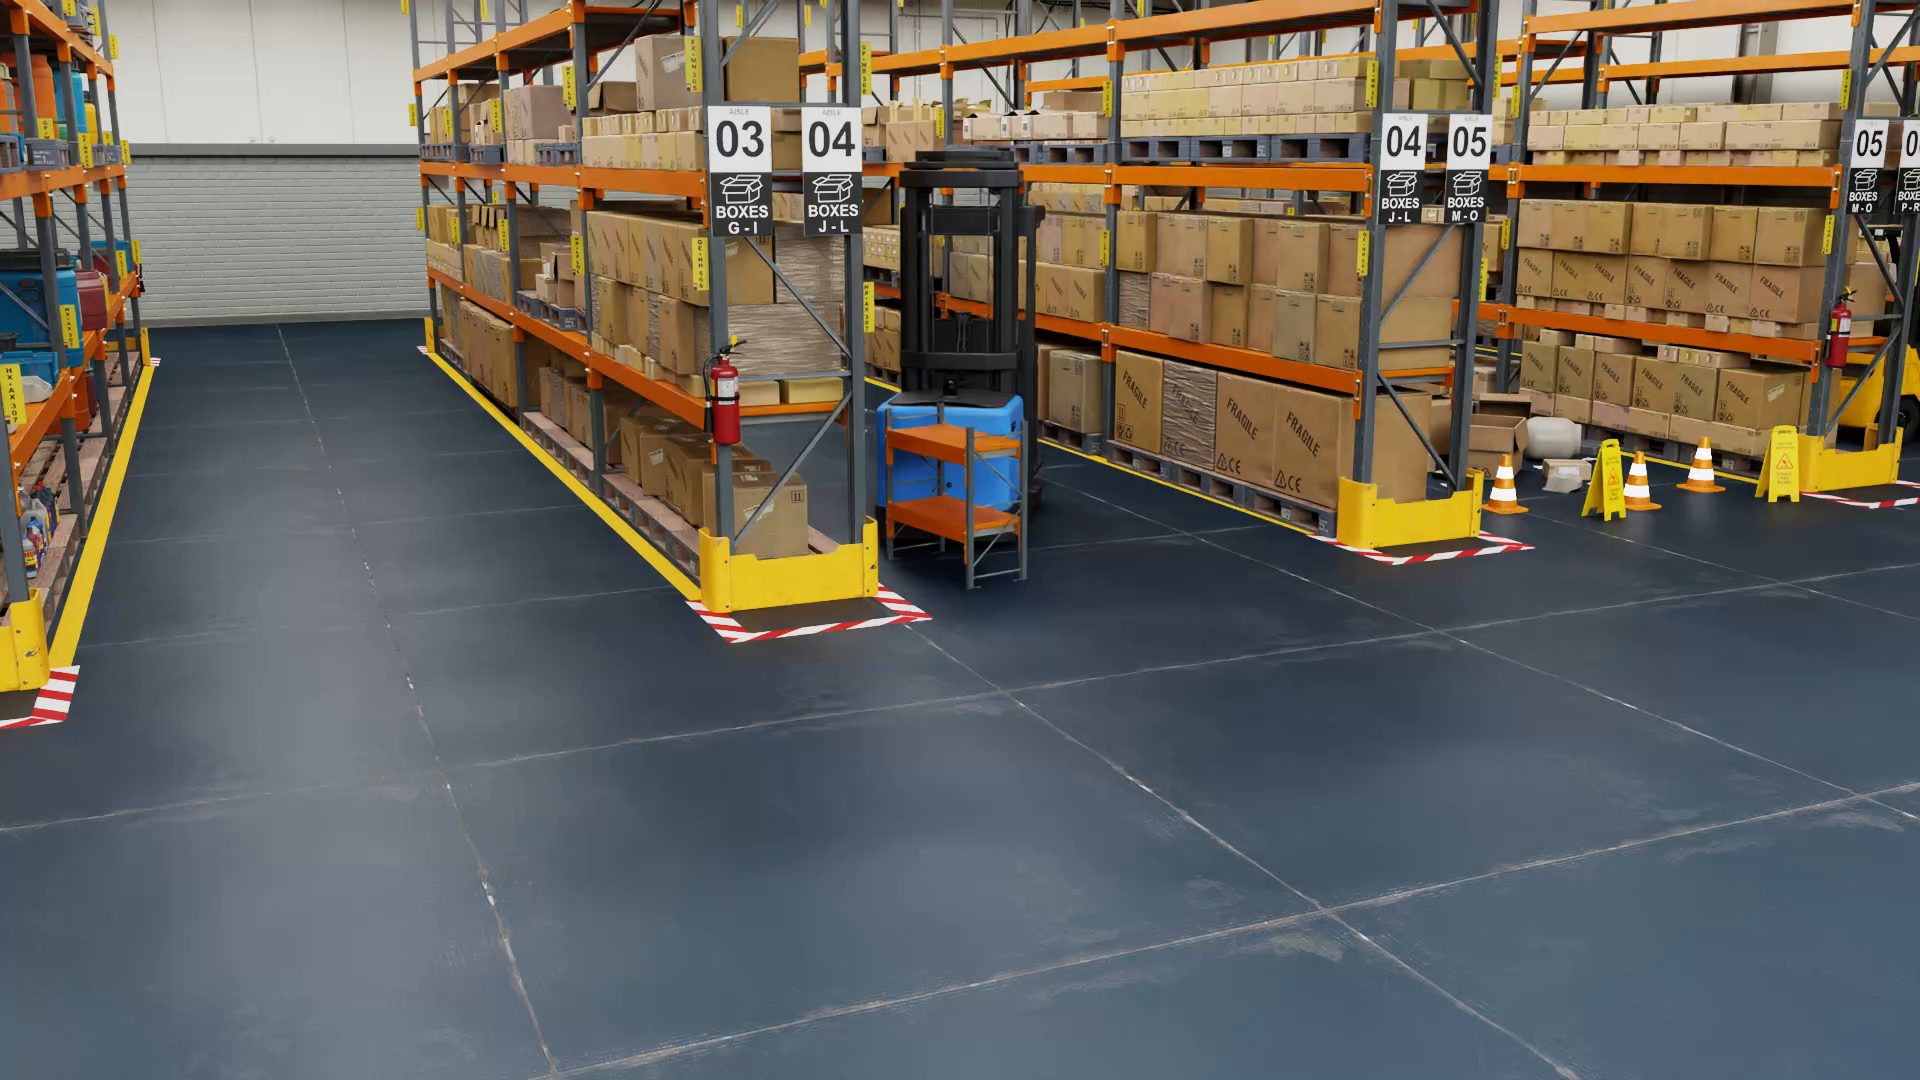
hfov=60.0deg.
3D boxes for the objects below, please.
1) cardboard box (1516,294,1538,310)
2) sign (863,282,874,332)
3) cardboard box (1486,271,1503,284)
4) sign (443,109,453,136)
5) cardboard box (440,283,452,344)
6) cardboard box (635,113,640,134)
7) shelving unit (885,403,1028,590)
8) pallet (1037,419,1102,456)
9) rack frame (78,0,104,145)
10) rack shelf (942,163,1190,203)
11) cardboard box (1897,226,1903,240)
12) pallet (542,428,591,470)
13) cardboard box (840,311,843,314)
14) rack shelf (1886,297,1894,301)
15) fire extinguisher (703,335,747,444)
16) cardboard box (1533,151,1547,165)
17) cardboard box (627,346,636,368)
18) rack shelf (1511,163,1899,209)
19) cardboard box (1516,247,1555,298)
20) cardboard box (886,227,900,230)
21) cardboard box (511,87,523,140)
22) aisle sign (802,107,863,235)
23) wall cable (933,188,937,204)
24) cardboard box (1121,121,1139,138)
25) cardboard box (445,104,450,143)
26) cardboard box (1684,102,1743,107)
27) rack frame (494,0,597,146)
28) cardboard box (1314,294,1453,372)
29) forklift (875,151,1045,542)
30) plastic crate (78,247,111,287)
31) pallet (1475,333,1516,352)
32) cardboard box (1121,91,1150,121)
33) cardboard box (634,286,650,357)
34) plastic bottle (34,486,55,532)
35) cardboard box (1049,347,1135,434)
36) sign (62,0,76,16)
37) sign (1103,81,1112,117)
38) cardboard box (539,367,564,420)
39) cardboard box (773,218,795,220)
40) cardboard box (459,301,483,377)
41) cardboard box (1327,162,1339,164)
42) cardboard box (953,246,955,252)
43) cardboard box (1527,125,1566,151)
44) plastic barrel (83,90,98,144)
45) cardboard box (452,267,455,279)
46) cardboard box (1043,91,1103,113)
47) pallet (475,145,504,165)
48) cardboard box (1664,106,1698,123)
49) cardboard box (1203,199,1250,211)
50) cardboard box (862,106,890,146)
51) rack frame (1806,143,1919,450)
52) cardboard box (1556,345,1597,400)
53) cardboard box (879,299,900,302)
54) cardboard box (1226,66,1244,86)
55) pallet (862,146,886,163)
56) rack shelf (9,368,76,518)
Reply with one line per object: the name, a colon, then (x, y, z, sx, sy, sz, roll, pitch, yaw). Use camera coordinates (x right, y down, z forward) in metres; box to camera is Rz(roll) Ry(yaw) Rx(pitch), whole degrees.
cardboard box: (6.203, -2.559, 17.833, 0.380, 0.149, 0.250, -6, 14, -23)
sign: (-0.610, -1.525, 10.887, 0.100, 0.325, 0.005, -6, 14, -23)
cardboard box: (5.912, -2.939, 18.544, 0.380, 0.149, 0.250, -5, 14, -22)
sign: (-6.422, -5.235, 20.862, 0.100, 0.325, 0.005, -6, 14, -23)
cardboard box: (-7.187, -3.404, 24.708, 0.875, 0.875, 0.875, -6, 14, -23)
cardboard box: (-2.171, -3.052, 12.201, 0.380, 0.149, 0.250, -5, 14, -22)
shelving unit: (-0.037, -0.334, 11.817, 0.538, 1.125, 1.048, -9, 16, -34)
pallet: (1.497, -1.102, 17.163, 1.003, 0.211, 1.213, -6, 14, -23)
rack frame: (-10.452, -6.009, 18.876, 1.000, 3.000, 0.127, -6, 14, -23)
rack shelf: (1.074, -3.832, 17.718, 1.077, 0.370, 4.000, -6, 14, -23)
cardboard box: (11.071, -3.544, 19.211, 0.380, 0.149, 0.250, -6, 14, -24)
pallet: (-3.515, -0.935, 16.443, 1.003, 0.211, 1.213, -6, 14, -23)
cardboard box: (-1.605, -3.318, 24.625, 0.380, 0.149, 0.250, -6, 14, -24)
rack shelf: (11.718, -2.461, 18.448, 1.077, 0.370, 4.000, -6, 14, -23)
fire extinguisher: (-1.484, -0.951, 10.500, 0.296, 0.674, 0.183, -6, 14, -23)
cardboard box: (6.270, -4.027, 17.524, 0.380, 0.149, 0.250, -6, 14, -24)
cardboard box: (-2.376, -1.431, 12.957, 0.380, 0.149, 0.250, -6, 14, -23)
rack shelf: (7.172, -3.474, 16.169, 1.077, 0.370, 4.000, -6, 14, -23)
cardboard box: (6.291, -2.853, 17.665, 0.500, 0.500, 0.500, -6, 14, -23)
cardboard box: (-0.779, -4.158, 22.491, 0.380, 0.149, 0.250, -6, 14, -25)
cardboard box: (-4.160, -4.235, 16.535, 0.500, 0.500, 0.500, -6, 14, -23)
aisle sign: (-0.808, -2.335, 10.542, 0.394, 0.787, 0.004, -6, 14, -23)
wall cable: (-0.717, -6.928, 33.830, 0.585, 1.953, 0.123, -6, 14, -23)
cardboard box: (1.710, -3.794, 15.363, 0.380, 0.149, 0.250, -6, 14, -24)
cardboard box: (-6.494, -5.565, 22.234, 0.700, 0.500, 0.500, -5, 14, -20)
cardboard box: (9.789, -5.433, 21.664, 0.500, 0.500, 0.500, -5, 14, -22)
rack frame: (-4.312, -5.630, 17.238, 1.000, 3.000, 0.127, -6, 14, -23)
cardboard box: (3.288, -1.627, 12.915, 0.875, 0.550, 0.550, -6, 14, -23)
forklift: (0.103, -1.692, 13.679, 1.130, 2.935, 3.031, 2, 13, 9)
plastic crate: (-10.580, -3.354, 20.433, 0.402, 0.464, 0.583, -6, 14, -23)
pallet: (8.566, -3.102, 25.806, 1.003, 0.211, 1.213, -6, 14, -23)
cardboard box: (1.815, -3.968, 15.230, 0.500, 0.250, 0.500, -6, 14, -23)
cardboard box: (-1.963, -1.668, 12.544, 0.875, 0.500, 0.500, -6, 14, -23)
plastic bottle: (-6.649, -0.211, 12.026, 0.144, 0.351, 0.185, -6, 15, -26)
cardboard box: (1.544, -1.537, 16.915, 1.050, 0.750, 0.750, -6, 14, -23)
sign: (-8.349, -5.077, 15.562, 0.100, 0.325, 0.005, -6, 14, -23)
sign: (1.382, -4.123, 15.537, 0.100, 0.325, 0.005, -6, 14, -23)
cardboard box: (-4.025, -1.567, 17.556, 0.700, 0.500, 0.500, -6, 15, -26)
cardboard box: (-1.473, -2.081, 12.108, 0.500, 0.500, 0.500, -6, 14, -23)
cardboard box: (-5.640, -2.573, 21.114, 1.225, 0.875, 0.875, -6, 14, -23)
cardboard box: (4.841, -4.865, 20.884, 0.396, 0.266, 0.258, -6, 14, -23)
cardboard box: (0.043, -3.590, 20.696, 0.380, 0.149, 0.250, -6, 14, -25)
cardboard box: (6.296, -4.193, 17.357, 0.500, 0.250, 0.500, -6, 14, -24)
plastic barrel: (-9.901, -4.674, 18.410, 0.600, 0.588, 0.600, 0, 13, 0)
cardboard box: (-6.543, -3.551, 22.117, 0.380, 0.149, 0.250, -6, 14, -24)
cardboard box: (1.226, -4.564, 17.909, 0.500, 0.500, 0.500, -6, 14, -23)
pallet: (-4.618, -4.205, 18.152, 1.213, 0.211, 1.003, -5, 14, -20)
cardboard box: (6.922, -4.034, 15.783, 0.380, 0.149, 0.250, -5, 14, -22)
cardboard box: (3.719, -4.535, 23.373, 0.500, 0.500, 0.500, -6, 14, -24)
cardboard box: (-0.831, -5.346, 21.503, 0.797, 0.503, 0.637, -6, 14, -24)
rack frame: (7.973, -1.949, 14.641, 1.000, 3.000, 0.127, -6, 14, -23)
cardboard box: (6.585, -1.750, 17.284, 0.500, 0.500, 0.500, -5, 14, -21)
cardboard box: (-0.799, -3.182, 22.914, 0.500, 0.250, 0.500, -6, 14, -24)
cardboard box: (2.421, -3.816, 13.690, 0.380, 0.149, 0.250, -6, 14, -23)
pallet: (-0.761, -4.979, 21.496, 1.213, 0.211, 1.003, -6, 14, -23)
rack shelf: (-6.447, -0.670, 10.707, 1.077, 0.370, 4.000, -6, 14, -23)
